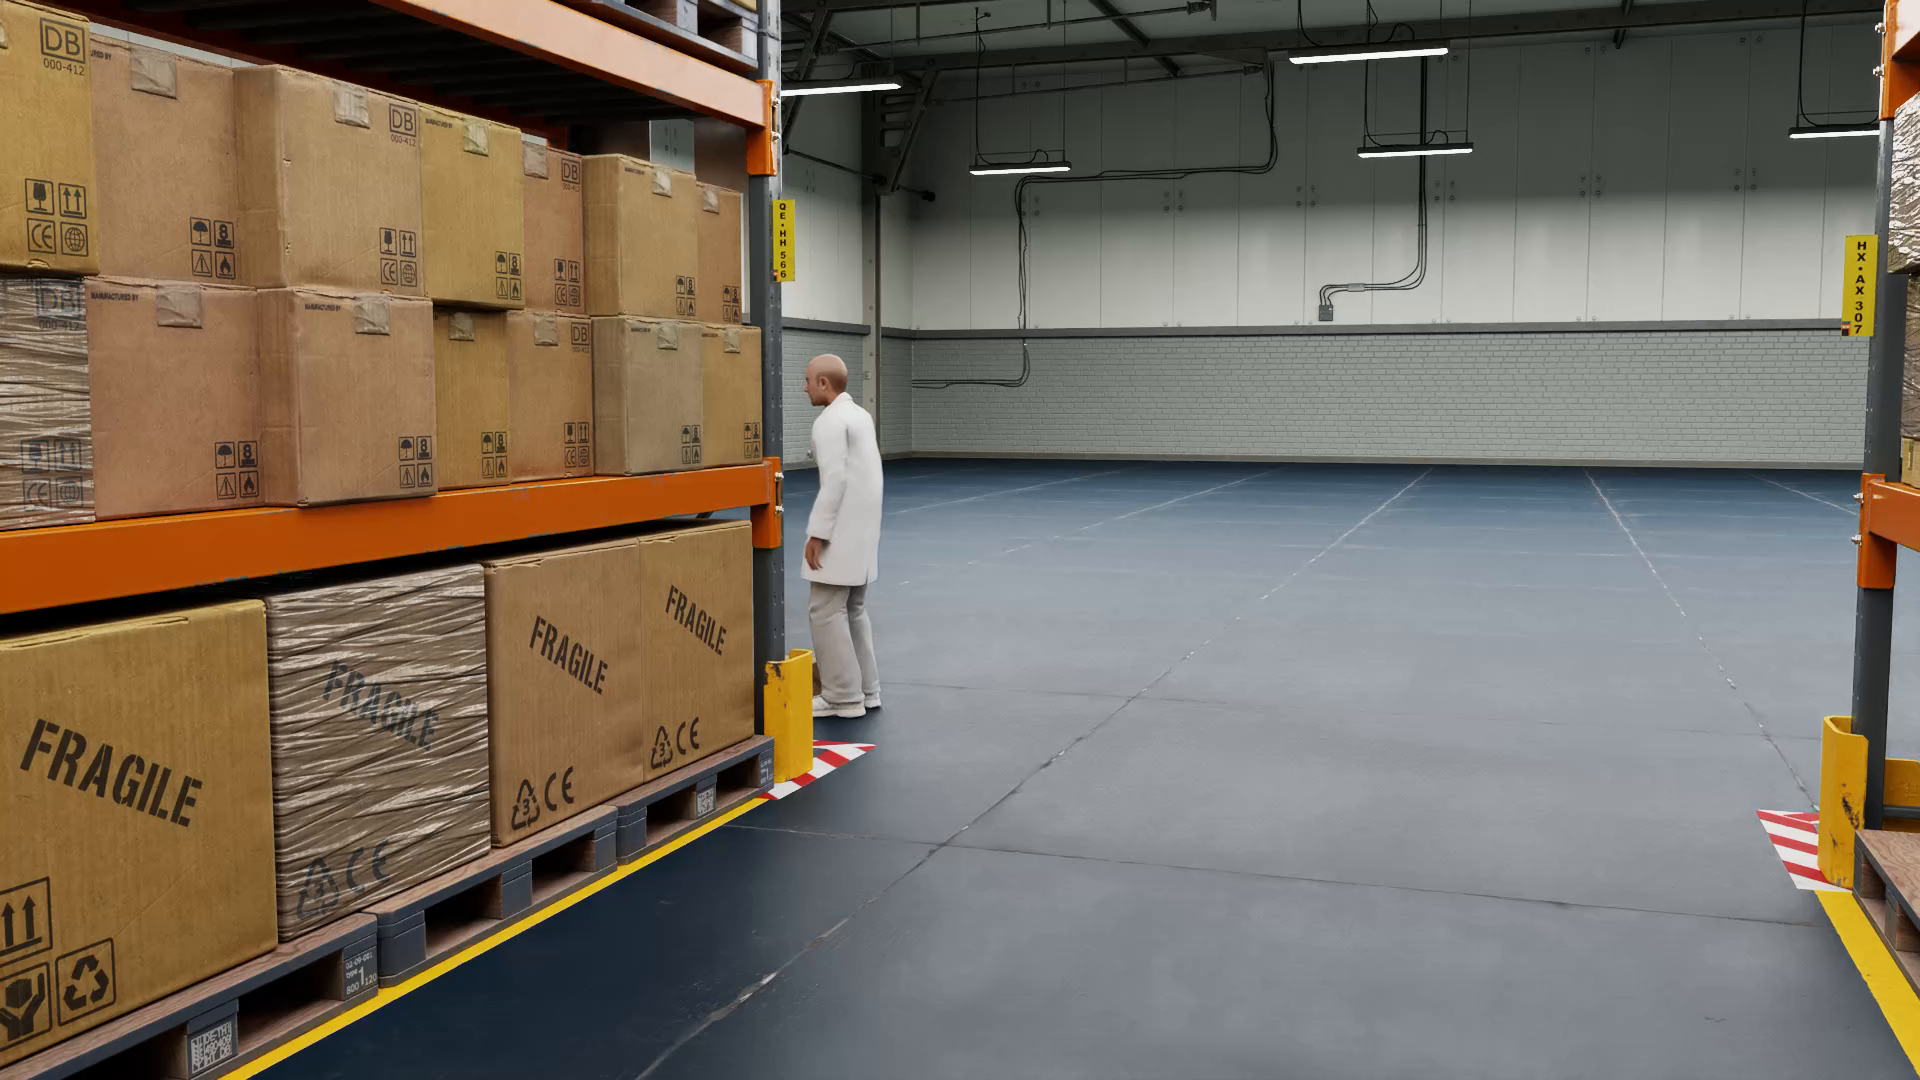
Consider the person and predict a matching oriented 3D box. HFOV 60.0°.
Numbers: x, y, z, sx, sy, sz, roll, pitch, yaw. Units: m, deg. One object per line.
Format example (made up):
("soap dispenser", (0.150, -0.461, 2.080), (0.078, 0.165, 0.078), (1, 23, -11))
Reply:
("person", (-0.600, -0.024, 8.202), (0.422, 1.774, 0.653), (1, 5, 15))
